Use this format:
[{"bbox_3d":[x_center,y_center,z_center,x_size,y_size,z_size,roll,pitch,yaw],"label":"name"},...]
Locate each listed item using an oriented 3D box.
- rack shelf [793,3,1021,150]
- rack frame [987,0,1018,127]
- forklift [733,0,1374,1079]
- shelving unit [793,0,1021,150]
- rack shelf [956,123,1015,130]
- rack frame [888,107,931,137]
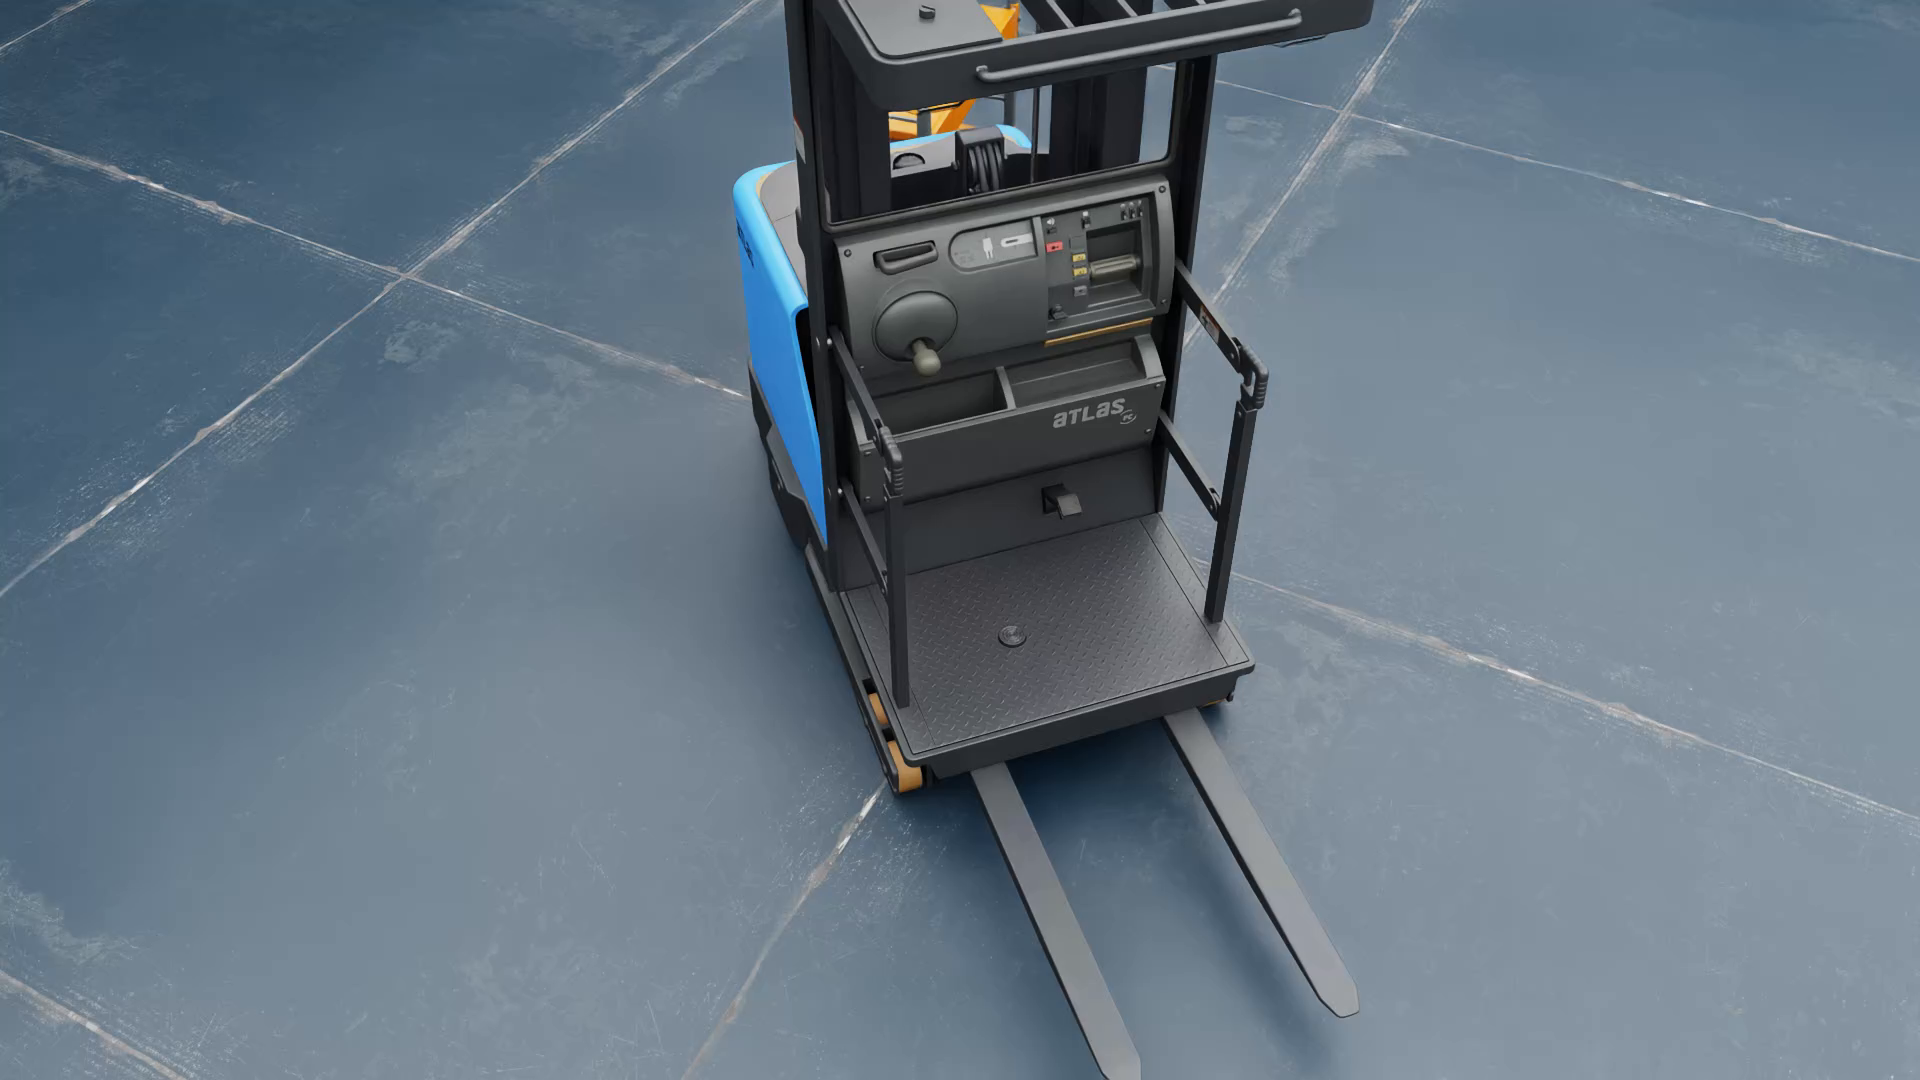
[{"bbox_3d":[-0.179,-1.692,6.220,0.538,0.278,1.000,14,47,13],"label":"rack shelf"},{"bbox_3d":[-0.016,-1.829,6.766,0.500,1.125,0.032,14,47,13],"label":"rack frame"},{"bbox_3d":[0.208,-0.608,4.290,1.130,2.935,3.031,-14,47,-13],"label":"forklift"},{"bbox_3d":[-0.179,-1.486,6.428,0.538,1.125,1.048,14,47,13],"label":"shelving unit"},{"bbox_3d":[-0.179,-1.314,6.602,0.538,0.278,1.000,14,47,13],"label":"rack shelf"},{"bbox_3d":[-0.341,-1.144,6.089,0.500,1.125,0.032,14,47,13],"label":"rack frame"}]
